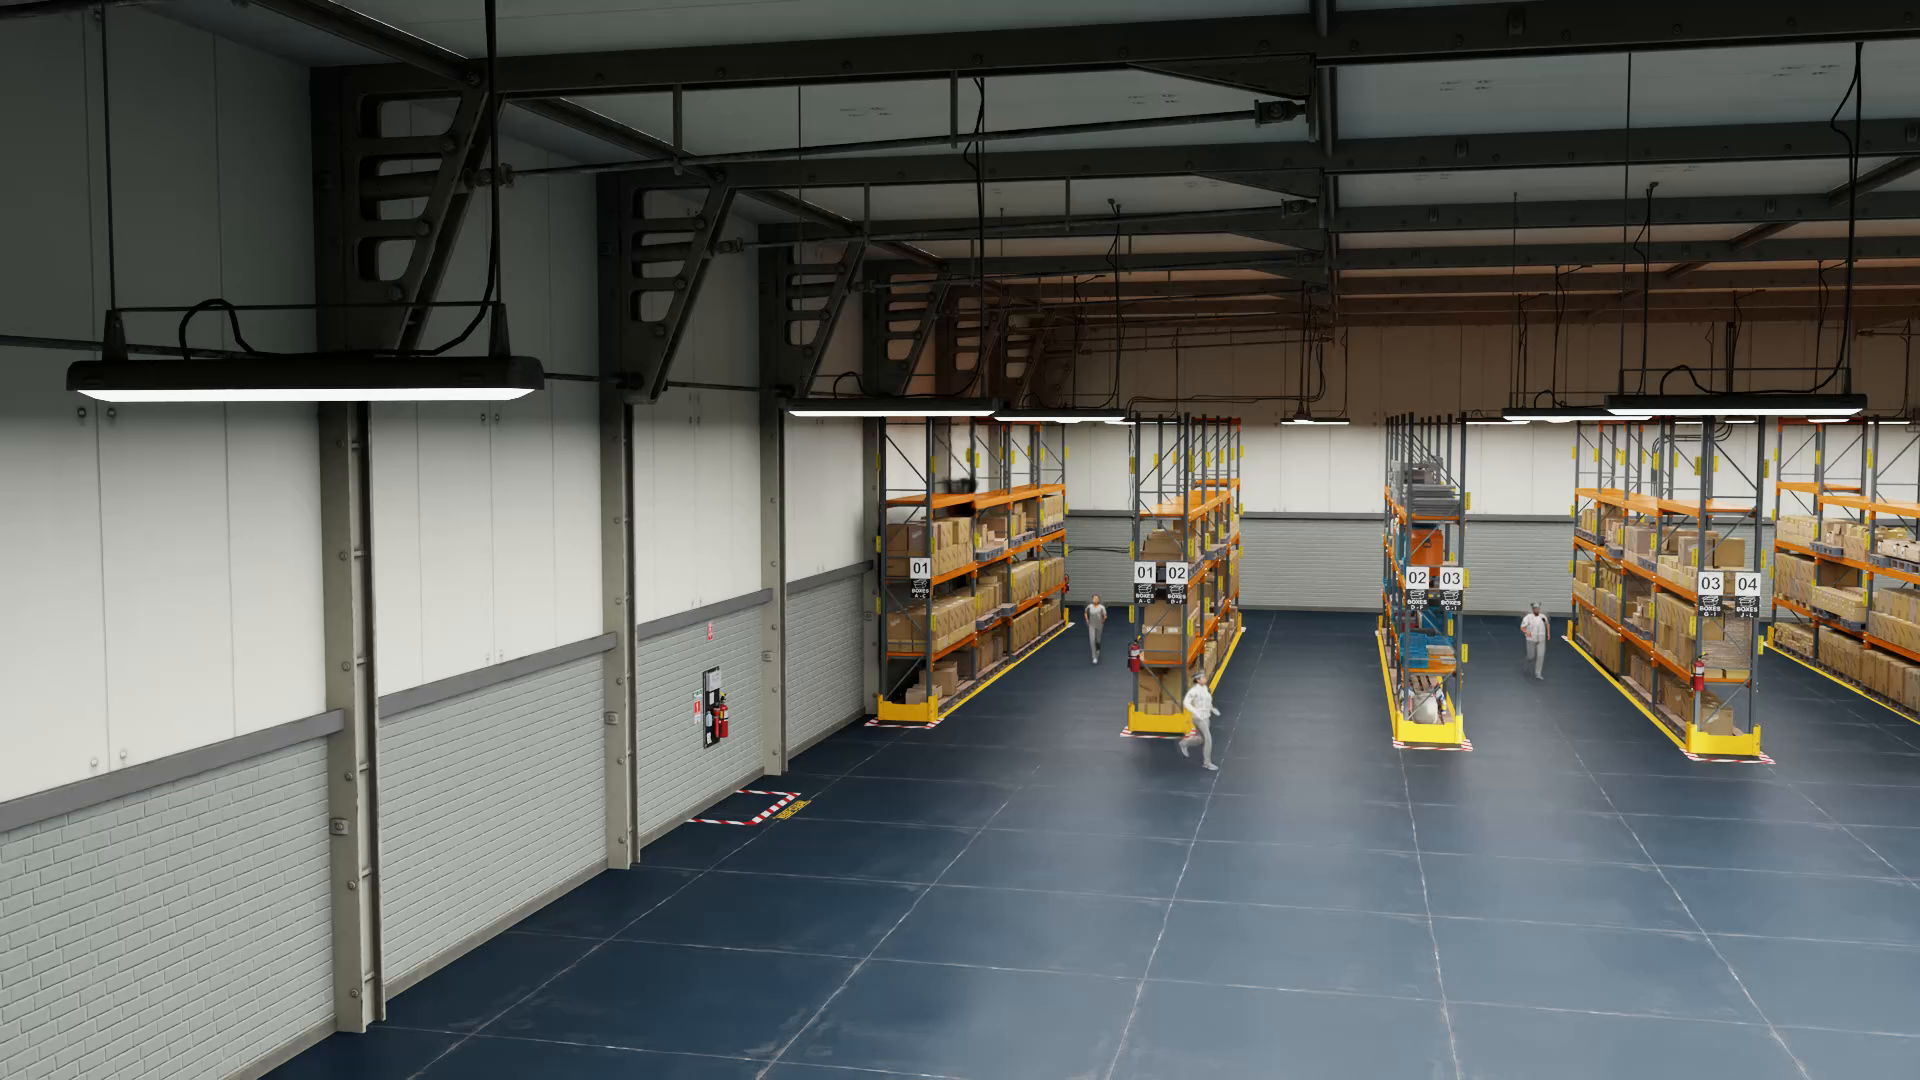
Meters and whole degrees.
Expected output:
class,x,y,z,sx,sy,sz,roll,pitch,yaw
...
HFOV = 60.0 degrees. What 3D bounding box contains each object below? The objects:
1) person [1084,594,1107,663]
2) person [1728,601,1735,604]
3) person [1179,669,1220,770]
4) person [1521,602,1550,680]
class,x,y,z,sx,sy,sz,roll,pitch,yaw
person,3.318,2.150,40.752,0.567,1.667,0.867,0,4,6
person,20.127,1.899,43.528,0.712,1.823,0.875,1,4,19
person,4.009,3.009,28.014,0.762,1.679,0.618,3,5,35
person,13.192,2.280,38.054,0.678,1.748,0.917,0,4,5
